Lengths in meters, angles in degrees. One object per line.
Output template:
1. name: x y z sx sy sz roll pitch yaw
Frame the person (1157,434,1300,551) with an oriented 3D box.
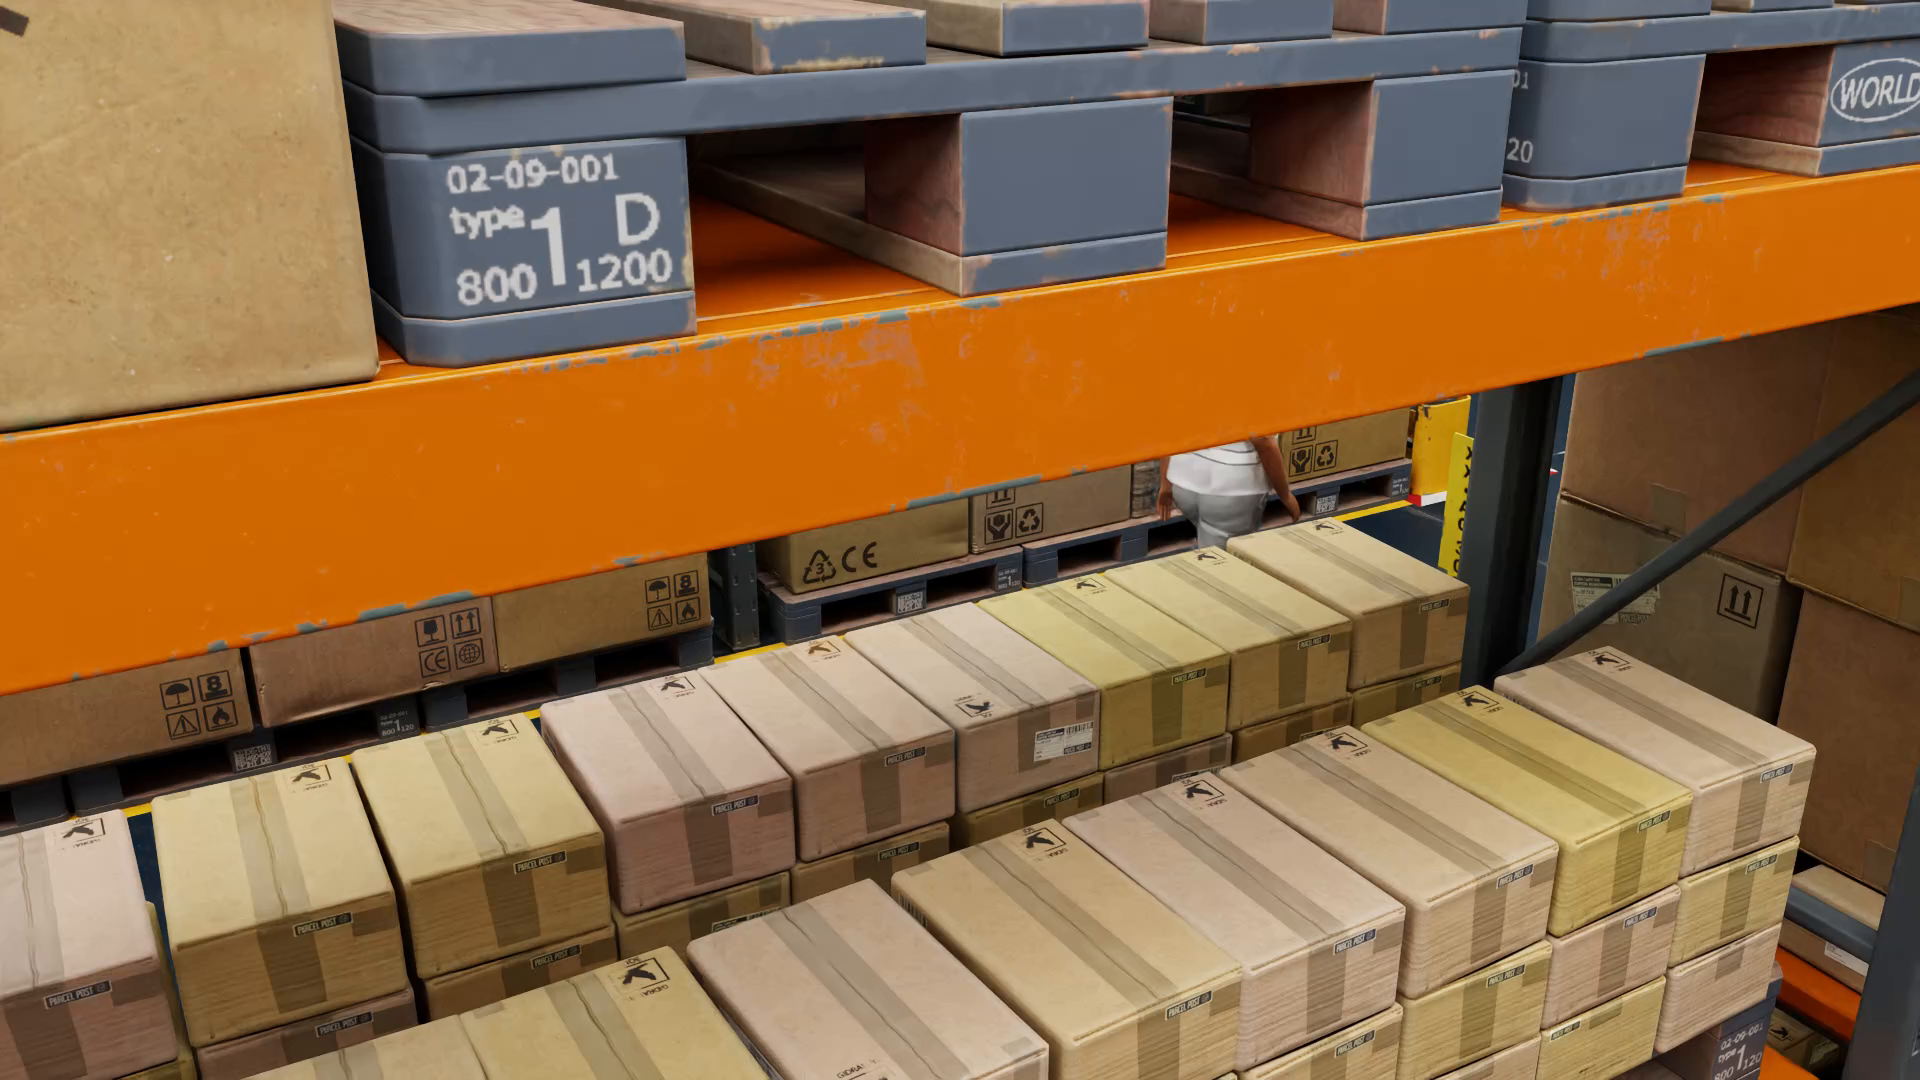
1. person: 1.064 -0.212 6.606 0.989 1.613 0.497 -14 26 -30
